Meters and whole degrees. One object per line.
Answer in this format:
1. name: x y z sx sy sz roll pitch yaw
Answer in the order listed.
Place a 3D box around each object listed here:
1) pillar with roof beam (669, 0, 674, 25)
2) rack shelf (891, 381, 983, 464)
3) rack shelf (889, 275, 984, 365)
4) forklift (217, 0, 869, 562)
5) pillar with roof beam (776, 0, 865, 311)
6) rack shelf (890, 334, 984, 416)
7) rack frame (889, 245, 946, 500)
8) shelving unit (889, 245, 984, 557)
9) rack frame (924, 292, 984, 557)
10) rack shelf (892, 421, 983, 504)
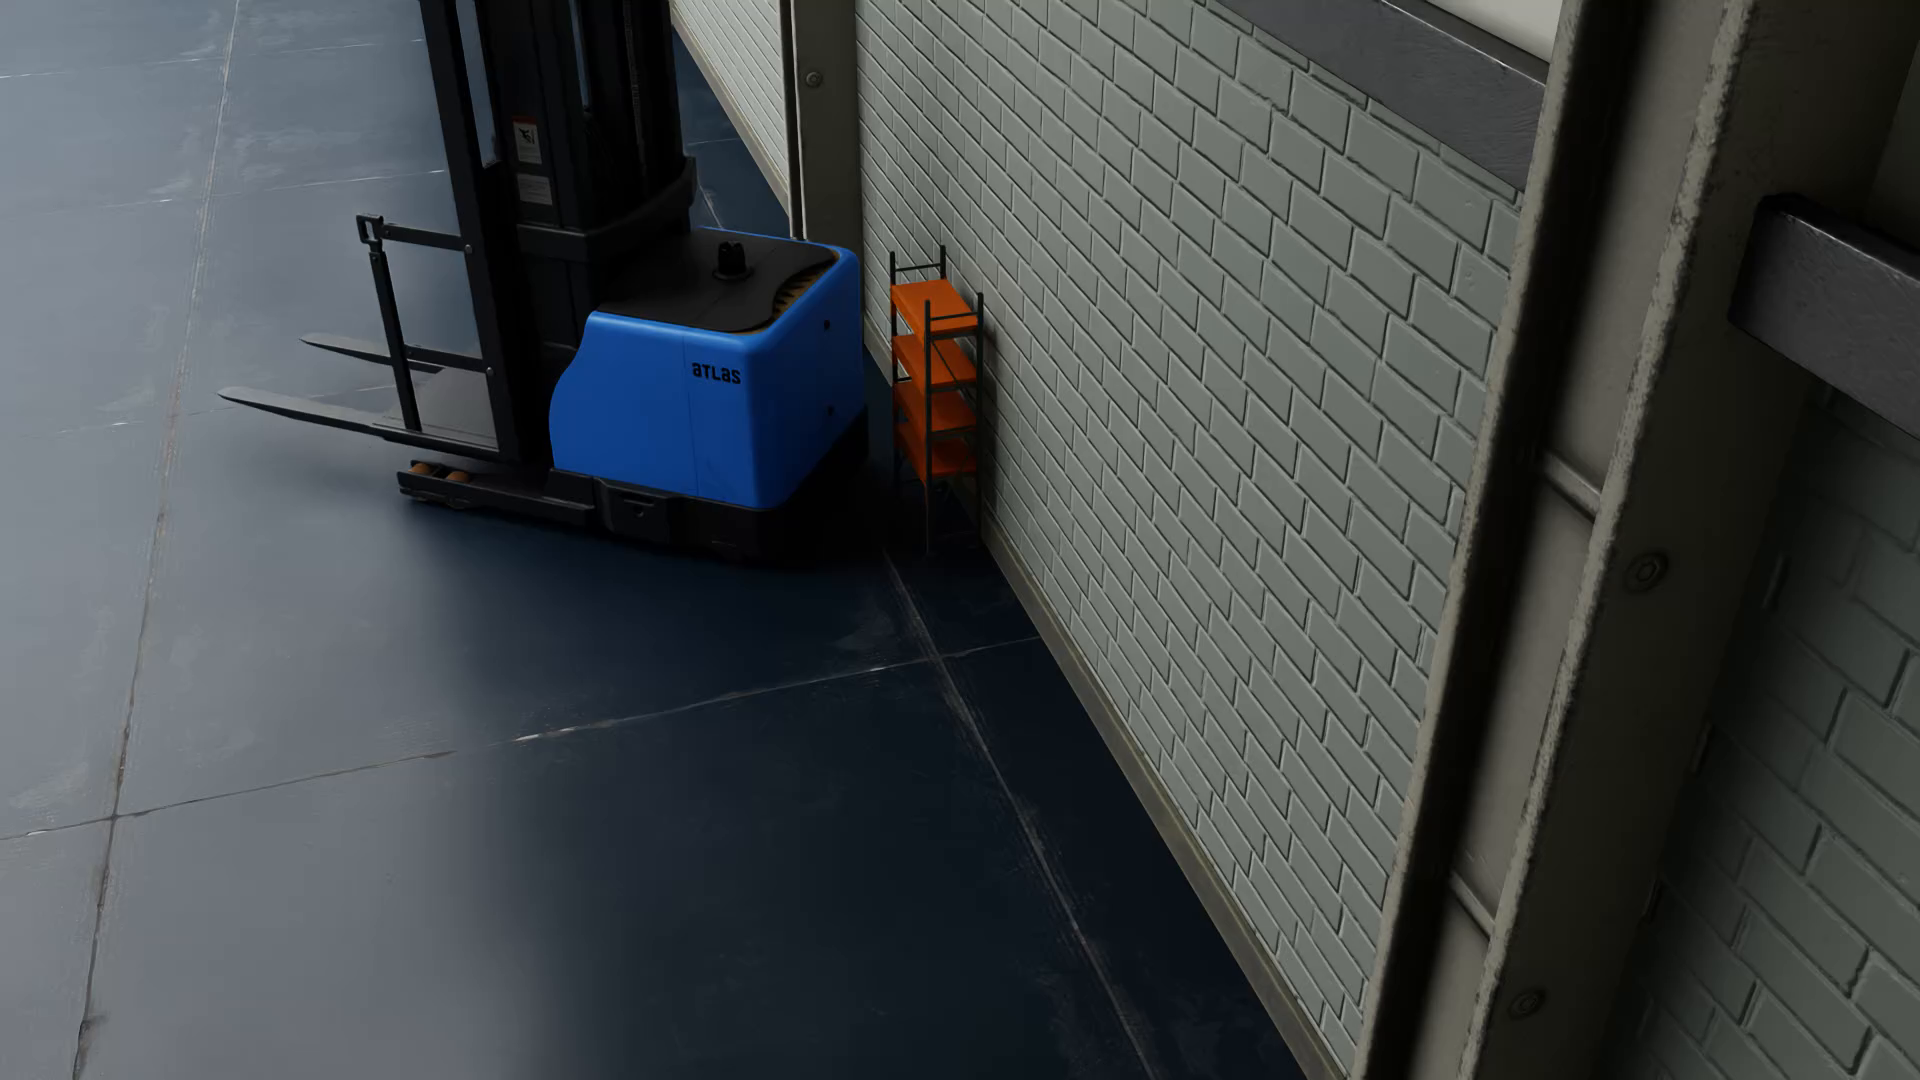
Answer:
1. pillar with roof beam: -6.630 -7.348 10.207 9.100 9.000 0.400 -10 35 -15
2. rack shelf: -0.101 -0.524 7.076 0.258 0.148 0.480 -10 35 -15
3. rack shelf: -0.100 -0.908 6.822 0.258 0.148 0.480 -10 35 -15
4. forklift: -1.996 -1.622 7.046 3.031 2.935 1.130 11 35 17
5. pillar with roof beam: -4.800 -4.197 5.440 9.100 9.000 0.400 -10 35 -15
6. rack shelf: -0.100 -0.710 6.953 0.258 0.148 0.480 -10 35 -15
7. rack frame: -0.177 -0.708 7.232 0.240 1.200 0.015 -10 35 -15
8. shelving unit: -0.101 -0.580 7.039 0.258 1.200 0.503 -10 35 -15
9. rack frame: -0.024 -0.452 6.845 0.240 1.200 0.015 -10 35 -15
10. rack shelf: -0.101 -0.358 7.185 0.258 0.148 0.480 -10 35 -15
